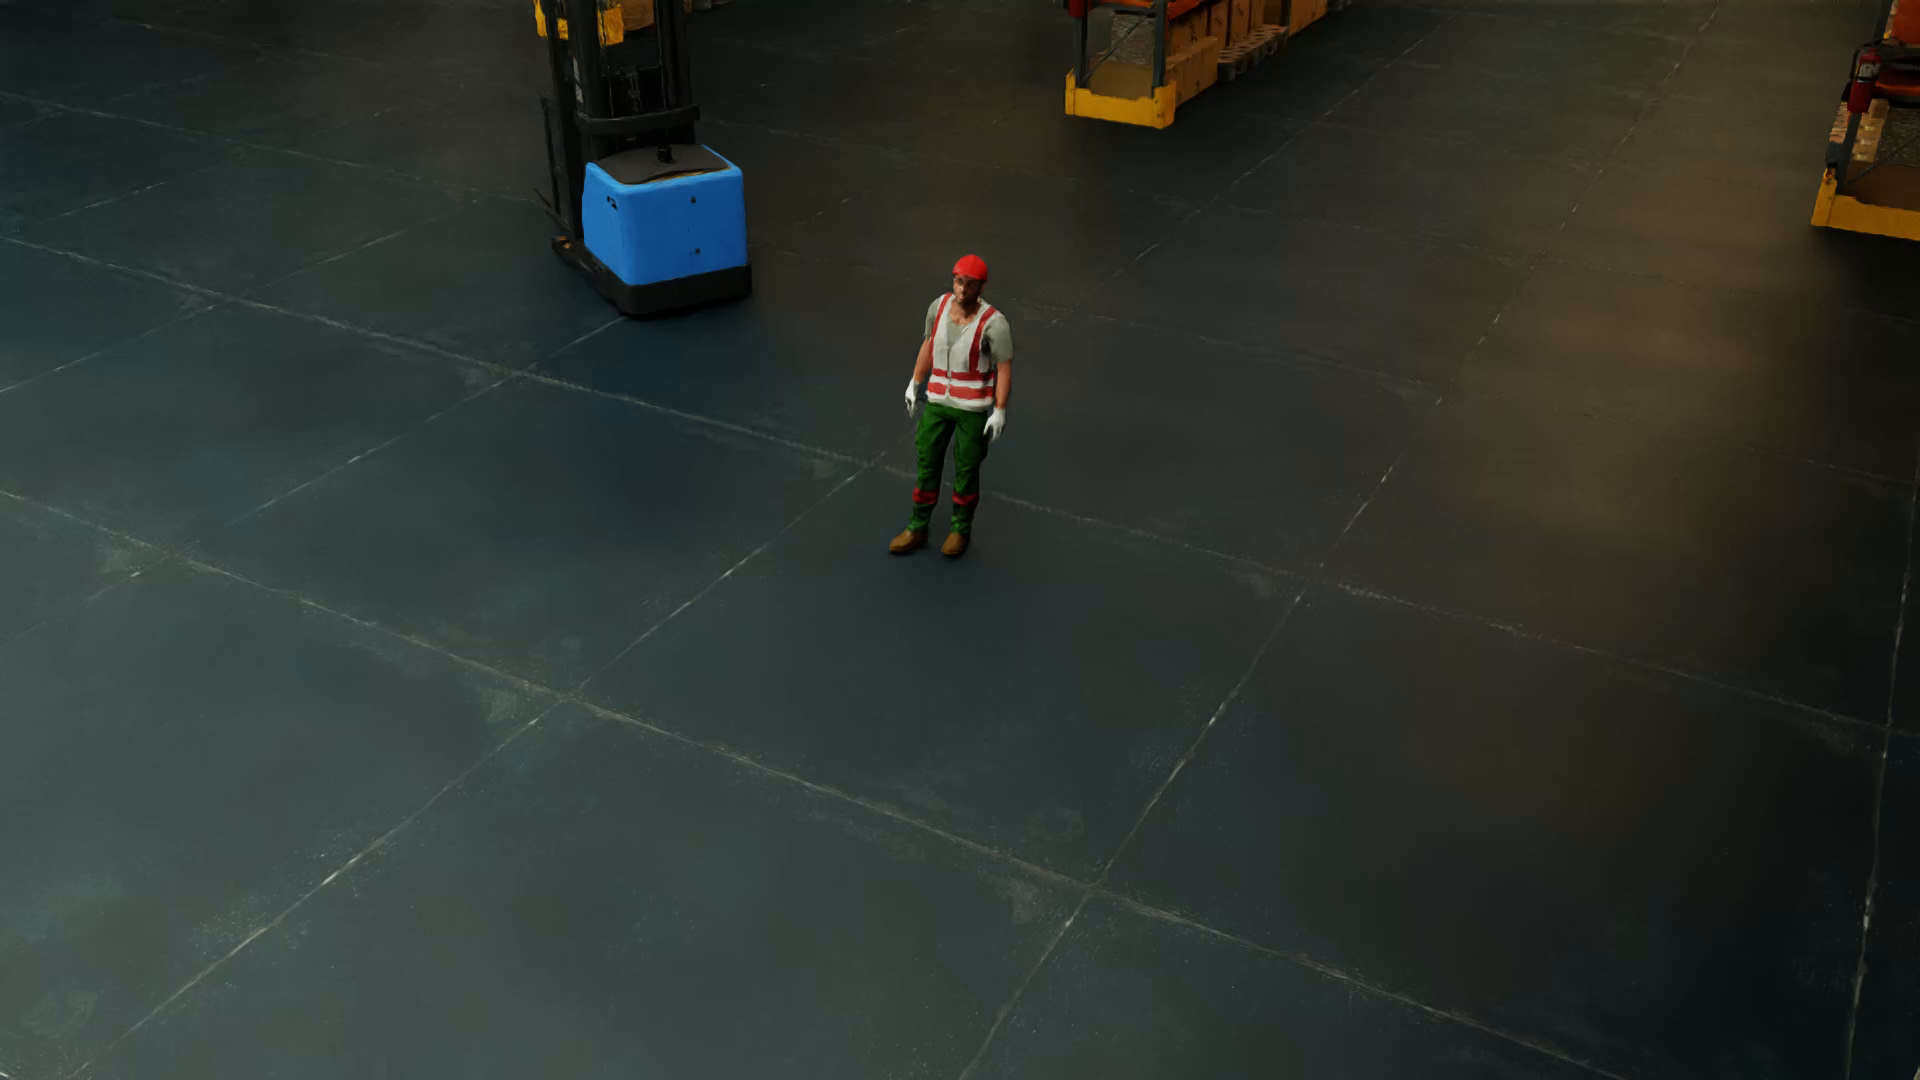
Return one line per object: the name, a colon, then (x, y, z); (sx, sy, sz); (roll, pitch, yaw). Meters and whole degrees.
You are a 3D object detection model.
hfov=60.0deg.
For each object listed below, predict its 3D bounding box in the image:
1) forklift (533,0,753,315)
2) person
forklift: (-2.834, -3.718, 13.513); (1.130, 2.935, 3.031); (-16, 34, -26)
person: (-0.048, -0.748, 9.496); (0.637, 1.787, 0.563); (15, 33, 25)
